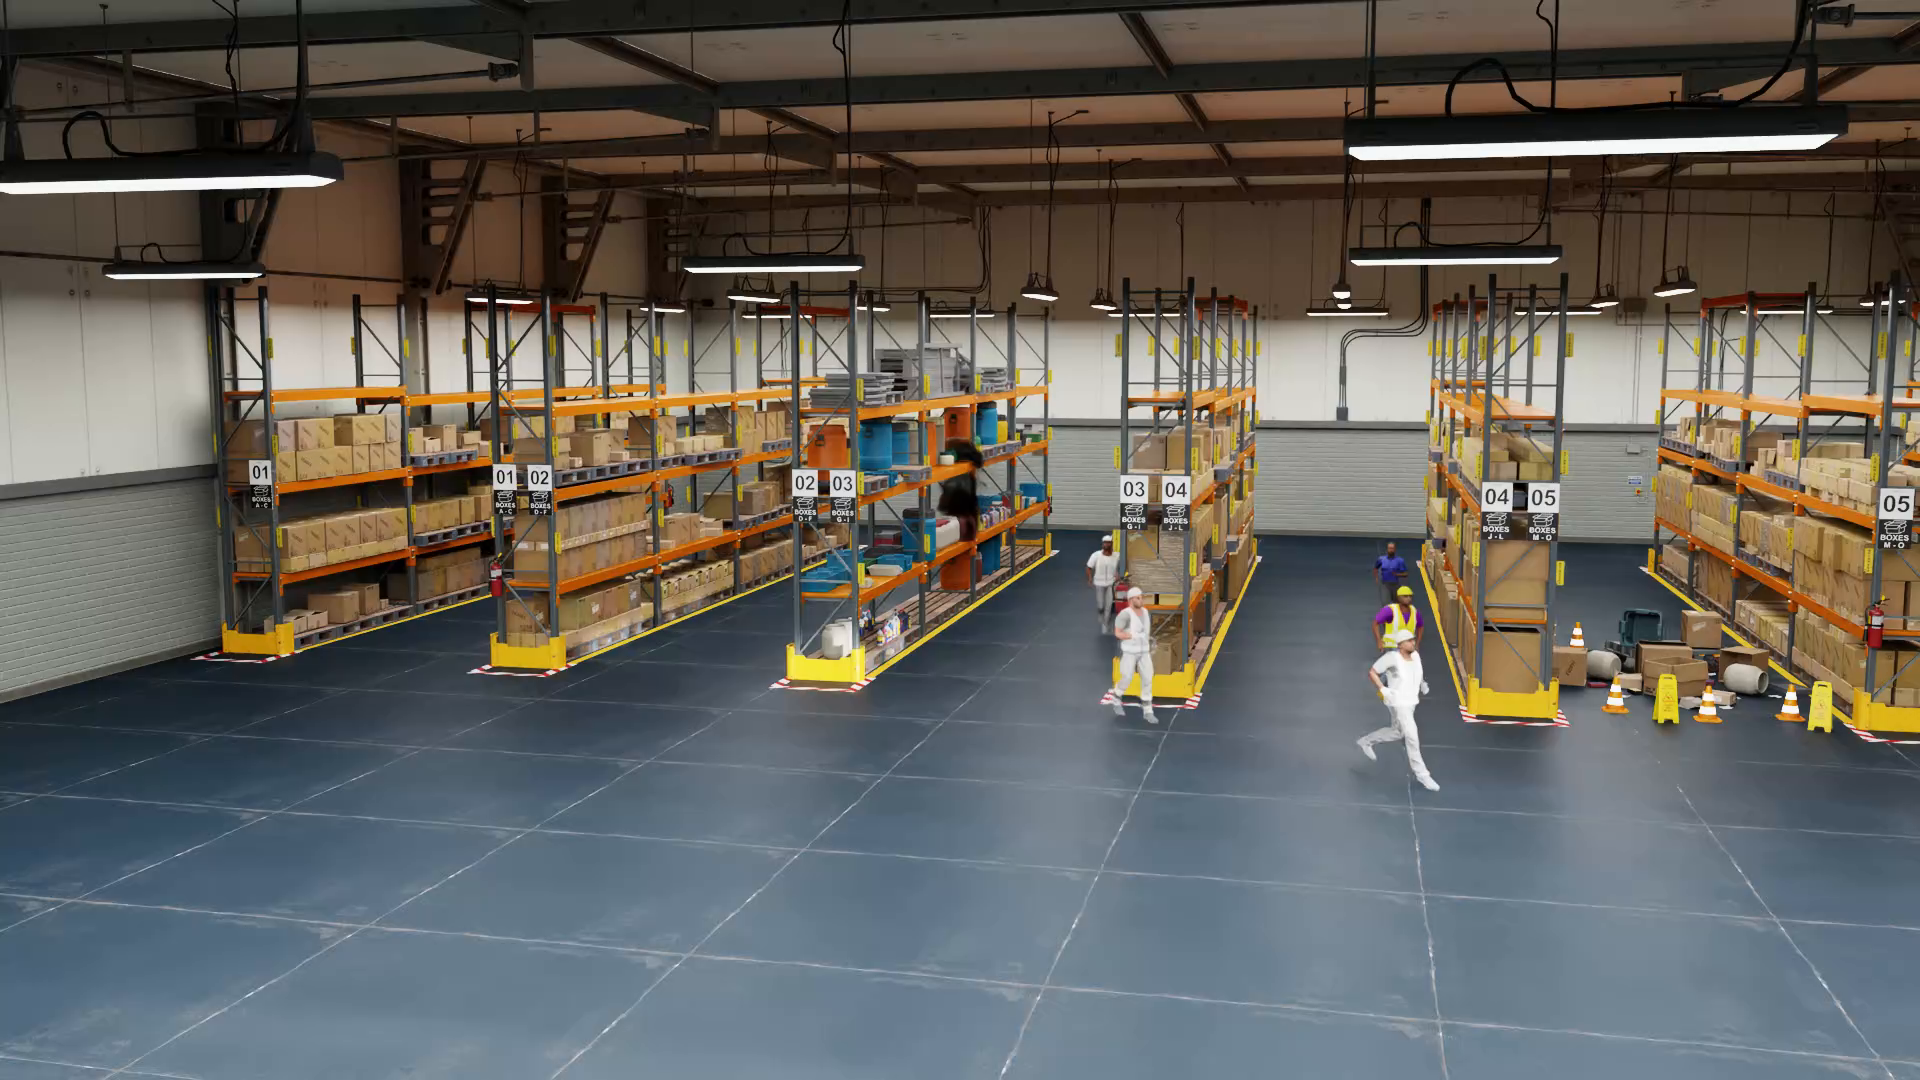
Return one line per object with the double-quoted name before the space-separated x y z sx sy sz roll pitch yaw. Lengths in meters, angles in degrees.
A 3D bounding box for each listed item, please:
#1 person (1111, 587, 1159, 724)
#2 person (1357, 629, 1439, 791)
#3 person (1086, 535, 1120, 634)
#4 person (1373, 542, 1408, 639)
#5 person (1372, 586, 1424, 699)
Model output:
"person" 2.356 1.519 22.318 0.673 1.784 0.905 -4 7 -29
"person" 5.119 1.913 19.323 1.166 1.786 0.632 6 9 45
"person" 2.558 0.778 29.024 0.718 1.724 0.621 0 7 4
"person" 7.458 0.852 28.843 0.575 1.644 0.941 1 7 12
"person" 6.140 1.488 23.285 0.746 1.719 0.558 -2 7 -14
